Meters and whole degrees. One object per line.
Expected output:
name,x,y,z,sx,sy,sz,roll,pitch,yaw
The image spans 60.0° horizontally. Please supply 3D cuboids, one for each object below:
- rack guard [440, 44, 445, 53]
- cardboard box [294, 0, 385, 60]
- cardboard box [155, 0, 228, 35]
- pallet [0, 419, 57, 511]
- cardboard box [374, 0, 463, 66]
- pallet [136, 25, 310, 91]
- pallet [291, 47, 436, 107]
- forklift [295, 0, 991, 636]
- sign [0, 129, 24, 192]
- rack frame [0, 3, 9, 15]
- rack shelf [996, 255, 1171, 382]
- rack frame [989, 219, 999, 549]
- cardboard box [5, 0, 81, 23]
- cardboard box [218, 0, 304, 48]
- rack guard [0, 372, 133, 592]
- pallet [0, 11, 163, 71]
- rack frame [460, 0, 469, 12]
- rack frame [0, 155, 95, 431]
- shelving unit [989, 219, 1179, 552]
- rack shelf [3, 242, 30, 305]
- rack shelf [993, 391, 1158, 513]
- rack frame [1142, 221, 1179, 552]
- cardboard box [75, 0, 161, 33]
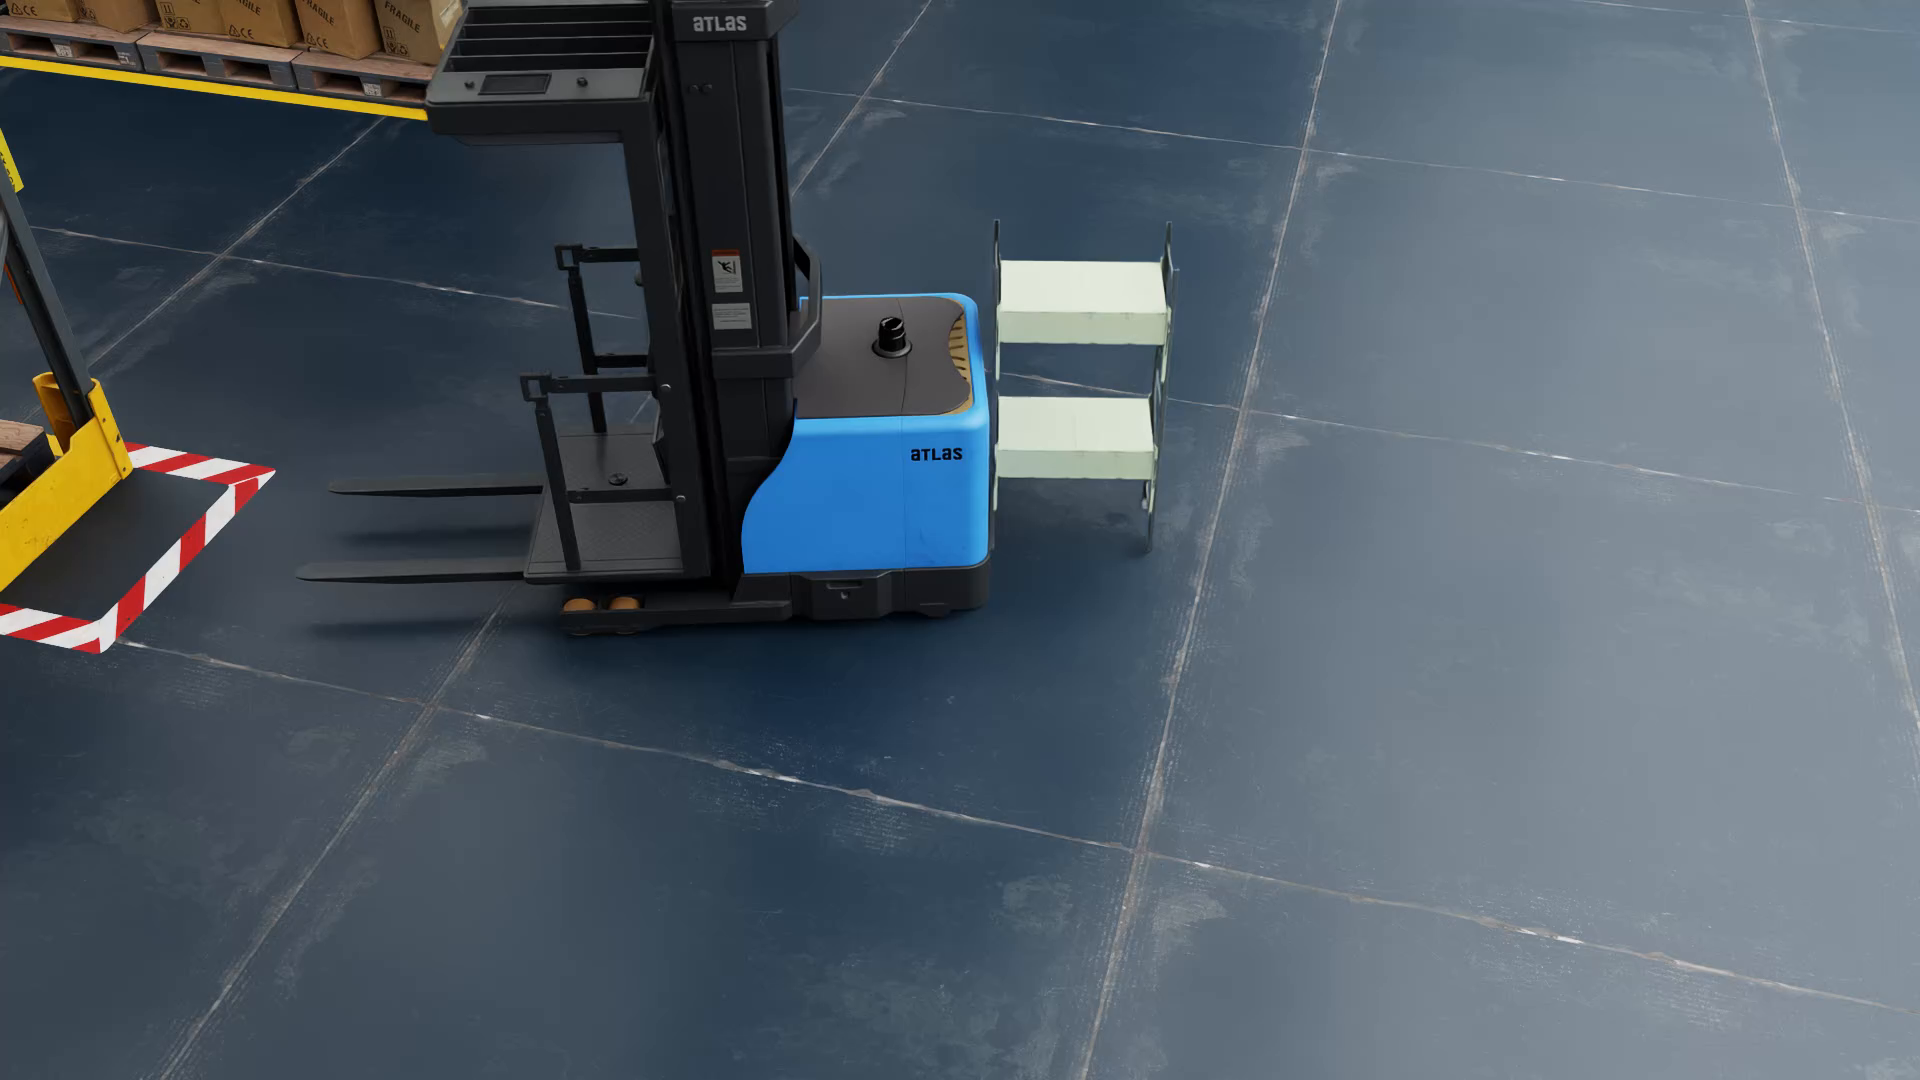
rack guard,-3.083,-3.336,11.358,0.348,0.500,1.175,10,41,11
cardboard box,-4.195,-3.676,11.437,0.500,0.500,0.500,20,44,23
cardboard box,-5.322,-3.913,11.718,0.500,0.500,0.500,6,40,8
pallet,-5.159,-0.257,7.917,1.213,0.211,1.003,10,41,11
cardboard box,-3.609,-3.598,11.344,0.500,0.500,0.500,17,43,19
pallet,-5.034,-3.586,11.881,1.213,0.211,1.003,10,41,11
pallet,-3.859,-3.382,11.638,1.213,0.211,1.003,10,41,11
forklift,-1.402,-1.054,6.751,3.031,2.935,1.130,-2,40,-2
sign,-4.144,-1.651,7.192,0.005,0.325,0.100,10,41,11
rack frame,-6.874,-4.946,11.331,0.127,3.000,1.000,10,41,11
rack shelf,0.517,-0.952,7.135,0.720,0.370,0.431,1,40,1
rack frame,0.151,-0.659,7.393,0.023,1.500,0.400,1,40,1
cardboard box,-6.498,-4.058,11.891,0.500,0.500,0.500,9,41,10
cardboard box,-4.795,-3.792,11.575,0.500,0.500,0.500,13,42,15
rack guard,-4.376,-0.230,7.659,0.348,0.500,1.175,10,41,11
pallet,-6.216,-3.788,12.121,1.213,0.211,1.003,10,41,11
rack frame,-3.010,-4.281,10.539,0.127,3.000,1.000,10,41,11
rack frame,-4.290,-1.203,6.875,0.127,3.000,1.000,10,41,11
shelving unit,0.517,-0.653,7.386,0.755,1.500,0.431,1,40,1
rack shelf,-6.222,-1.260,7.502,4.000,0.370,1.077,10,41,11
rack shelf,0.517,-0.404,7.596,0.720,0.370,0.431,1,40,1
rack frame,0.883,-0.648,7.380,0.023,1.500,0.400,1,40,1
cardboard box,-5.942,-3.967,11.783,0.500,0.500,0.500,23,45,25
